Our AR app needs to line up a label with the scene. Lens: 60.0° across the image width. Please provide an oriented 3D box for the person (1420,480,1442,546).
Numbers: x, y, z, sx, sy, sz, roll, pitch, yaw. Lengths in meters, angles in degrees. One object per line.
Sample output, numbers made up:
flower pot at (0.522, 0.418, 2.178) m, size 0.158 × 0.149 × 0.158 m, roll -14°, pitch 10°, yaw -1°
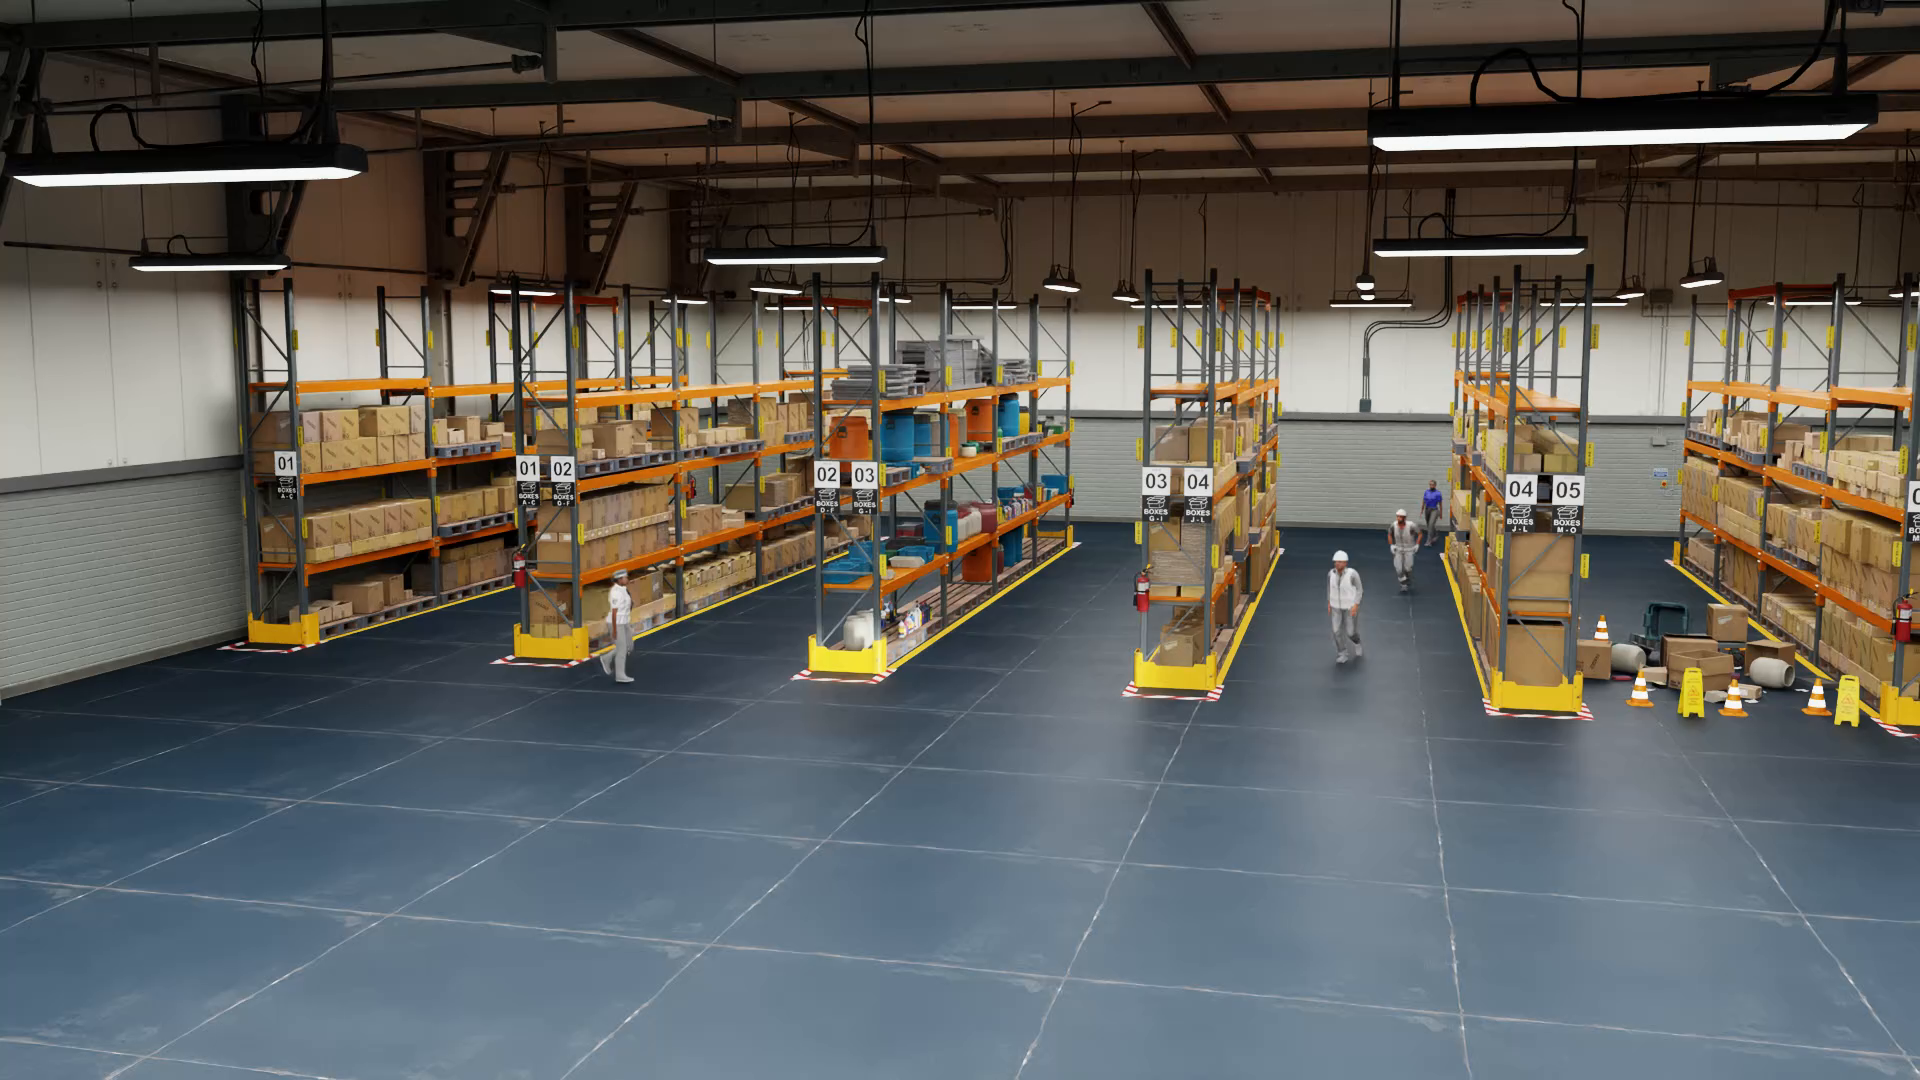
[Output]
person at (11.544, -0.681, 40.613) m, size 0.466 × 1.600 × 1.016 m, roll 6°, pitch 9°, yaw 41°

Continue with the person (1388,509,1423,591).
person at (8.859, 0.209, 33.117) m, size 0.695 × 1.680 × 0.659 m, roll 3°, pitch 7°, yaw 23°

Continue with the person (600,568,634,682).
person at (-5.055, 1.239, 24.408) m, size 0.596 × 1.668 × 0.440 m, roll 2°, pitch 7°, yaw 14°

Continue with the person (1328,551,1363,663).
person at (6.051, 1.023, 26.065) m, size 0.598 × 1.747 × 0.700 m, roll 4°, pitch 8°, yaw 33°
